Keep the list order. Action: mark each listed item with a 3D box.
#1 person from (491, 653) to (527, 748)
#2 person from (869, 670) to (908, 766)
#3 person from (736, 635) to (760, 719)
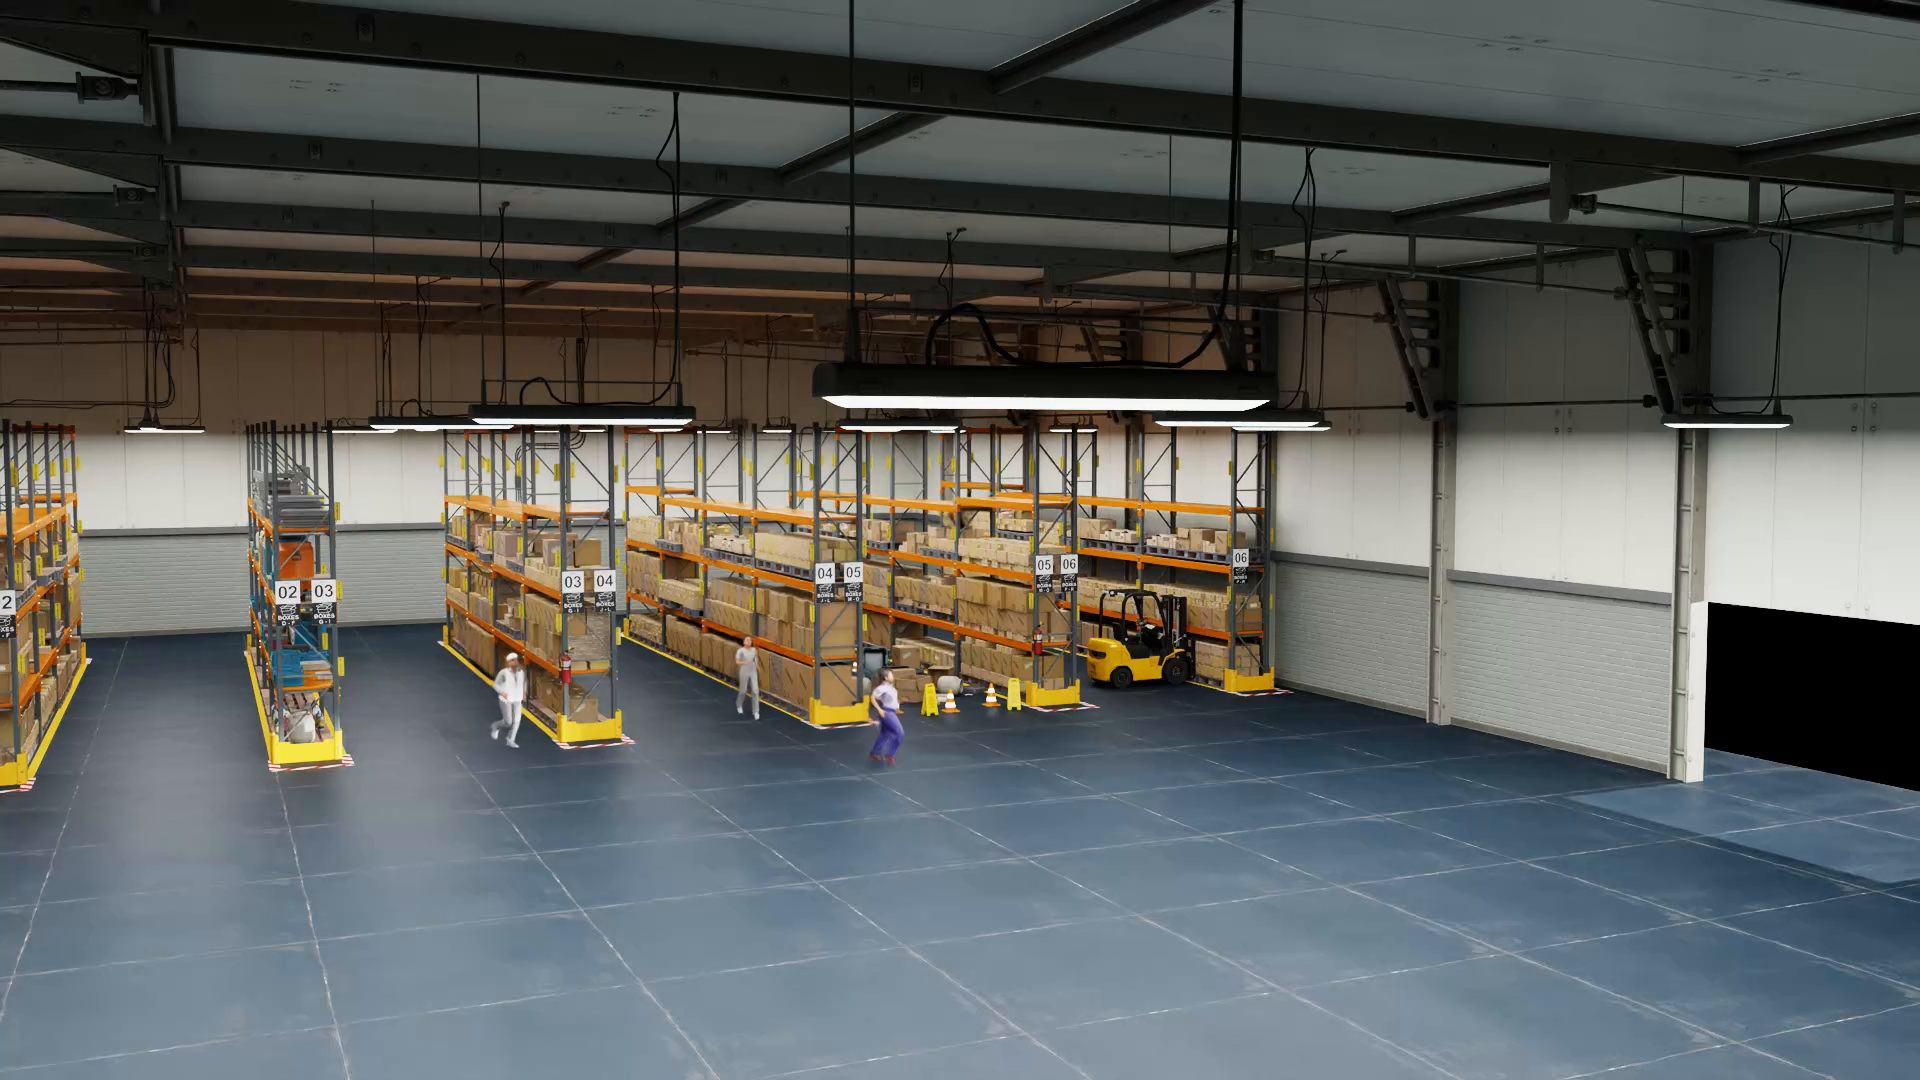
[{"bbox_3d":[-8.332,2.948,30.806,0.682,1.733,0.641,-3,5,-44],"label":"person"},{"bbox_3d":[-1.250,3.106,28.968,0.713,1.679,0.580,0,4,6],"label":"person"},{"bbox_3d":[-4.304,2.749,33.776,0.558,1.670,0.952,-2,4,-27],"label":"person"}]
